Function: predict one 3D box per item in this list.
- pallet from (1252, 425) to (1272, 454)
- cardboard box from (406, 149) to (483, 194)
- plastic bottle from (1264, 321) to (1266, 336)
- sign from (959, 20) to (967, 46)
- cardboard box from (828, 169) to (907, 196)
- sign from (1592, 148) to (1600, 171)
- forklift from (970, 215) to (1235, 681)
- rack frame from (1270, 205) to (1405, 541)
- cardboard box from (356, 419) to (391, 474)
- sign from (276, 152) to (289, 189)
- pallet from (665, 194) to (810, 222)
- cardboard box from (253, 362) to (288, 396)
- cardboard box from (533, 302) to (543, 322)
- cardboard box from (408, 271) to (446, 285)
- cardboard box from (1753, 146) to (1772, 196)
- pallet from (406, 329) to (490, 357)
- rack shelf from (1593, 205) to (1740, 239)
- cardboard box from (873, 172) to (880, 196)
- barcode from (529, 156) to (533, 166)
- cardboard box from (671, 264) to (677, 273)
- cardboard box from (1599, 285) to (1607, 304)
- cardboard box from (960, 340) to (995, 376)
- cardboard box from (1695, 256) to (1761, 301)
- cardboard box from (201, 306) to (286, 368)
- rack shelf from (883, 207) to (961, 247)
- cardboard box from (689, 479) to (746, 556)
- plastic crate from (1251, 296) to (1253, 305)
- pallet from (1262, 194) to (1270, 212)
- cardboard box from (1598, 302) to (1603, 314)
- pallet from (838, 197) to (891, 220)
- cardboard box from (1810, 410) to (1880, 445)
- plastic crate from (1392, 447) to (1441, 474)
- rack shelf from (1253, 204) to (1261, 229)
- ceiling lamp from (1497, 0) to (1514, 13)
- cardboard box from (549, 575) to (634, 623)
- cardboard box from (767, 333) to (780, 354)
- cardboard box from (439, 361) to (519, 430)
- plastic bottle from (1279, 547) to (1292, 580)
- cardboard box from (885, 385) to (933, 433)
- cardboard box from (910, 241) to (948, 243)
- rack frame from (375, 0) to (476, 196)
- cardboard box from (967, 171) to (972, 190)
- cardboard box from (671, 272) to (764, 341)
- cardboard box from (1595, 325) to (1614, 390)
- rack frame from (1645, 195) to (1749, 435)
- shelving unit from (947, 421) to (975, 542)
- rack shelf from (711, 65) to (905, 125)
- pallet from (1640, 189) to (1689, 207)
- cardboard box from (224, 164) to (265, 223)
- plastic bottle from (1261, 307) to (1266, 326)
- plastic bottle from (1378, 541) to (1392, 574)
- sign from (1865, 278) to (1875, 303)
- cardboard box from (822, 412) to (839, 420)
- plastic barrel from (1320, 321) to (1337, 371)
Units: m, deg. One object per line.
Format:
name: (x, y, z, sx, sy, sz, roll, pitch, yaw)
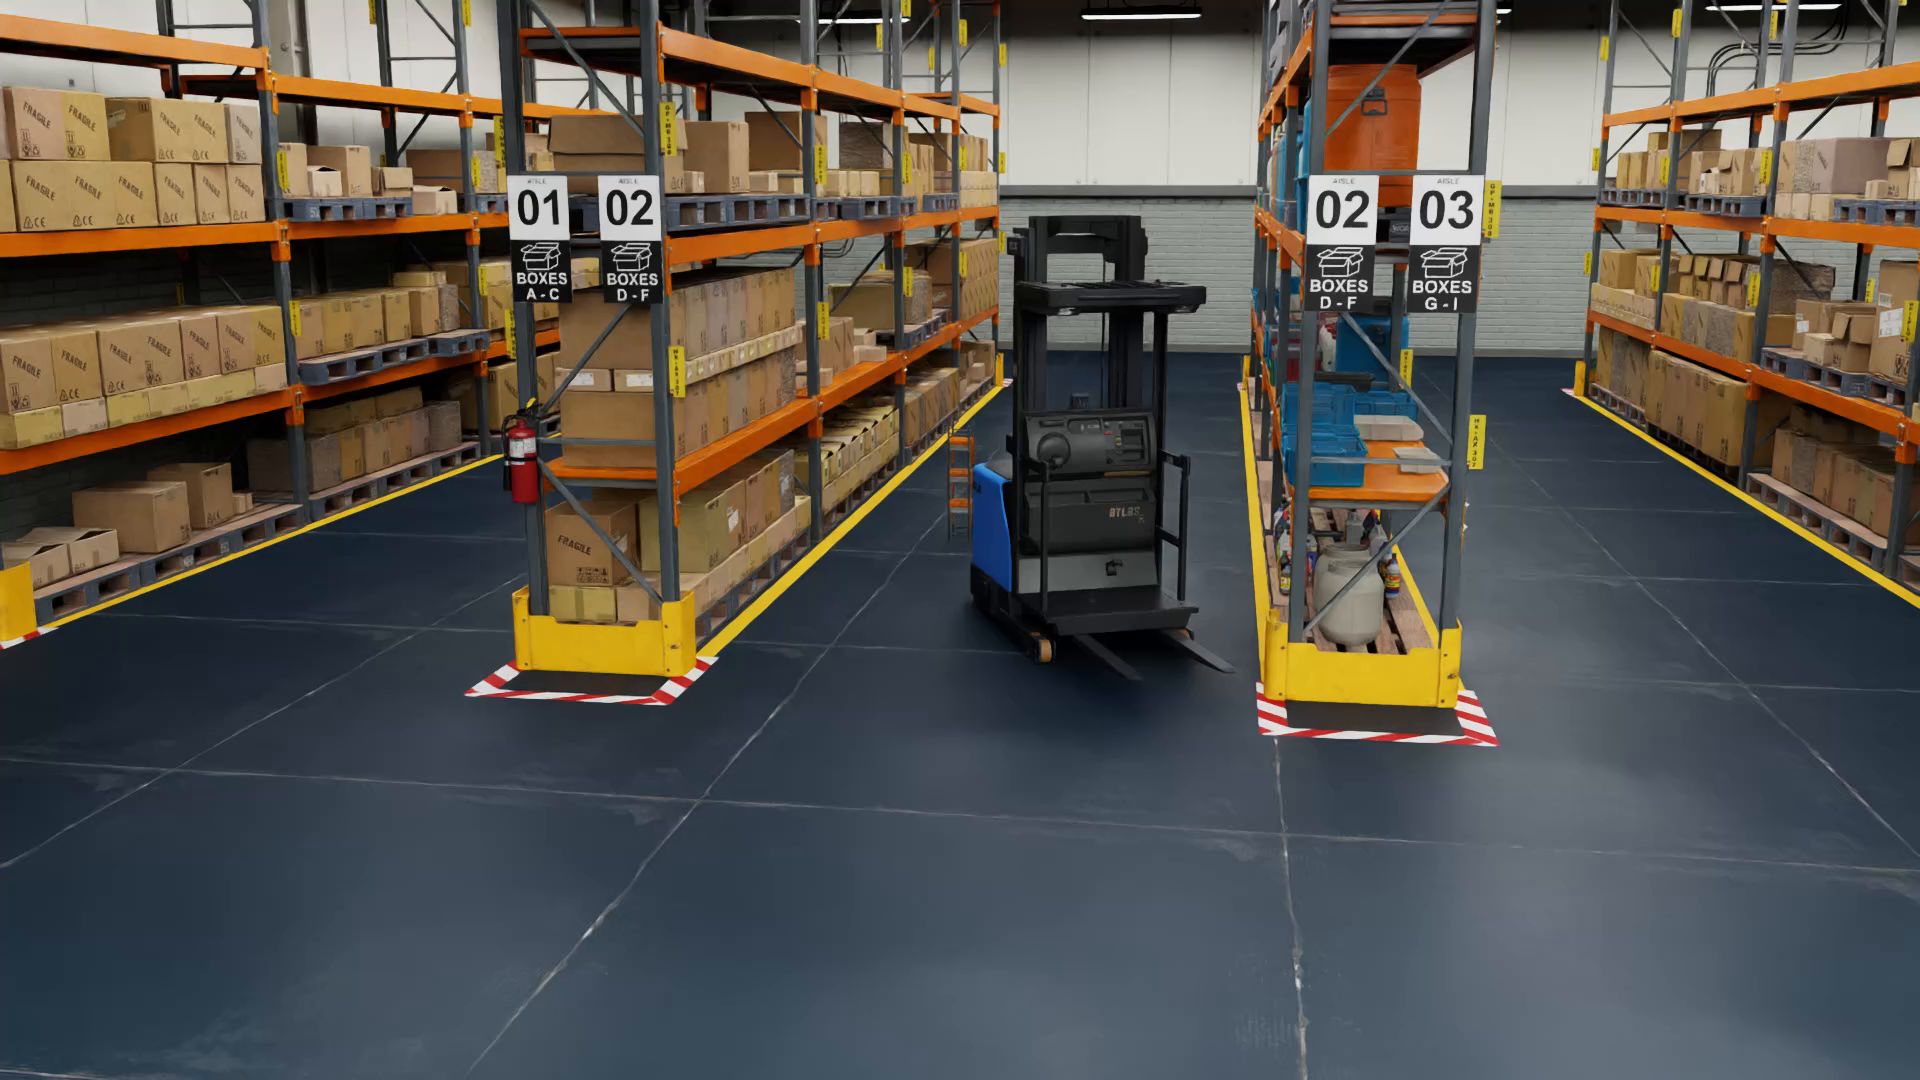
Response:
pallet: (4.040, -1.191, 20.019, 1.003, 0.211, 1.213, 2, 12, 9)
cardboard box: (-6.003, -4.288, 19.367, 0.700, 0.500, 0.500, 1, 12, 4)
plastic bottle: (3.701, -2.545, 19.802, 0.144, 0.351, 0.185, 2, 12, 9)
sign: (0.040, -6.579, 21.570, 0.100, 0.325, 0.005, 2, 12, 9)
cardboard box: (-1.090, -3.904, 18.631, 0.910, 0.500, 0.500, 2, 12, 9)
sign: (9.347, -5.592, 24.438, 0.100, 0.325, 0.005, 2, 12, 9)
forklift: (0.964, -0.695, 11.263, 1.130, 2.935, 3.031, -3, 13, -15)
rack frame: (3.155, -1.303, 13.919, 1.000, 3.000, 0.127, 2, 12, 9)
cardboard box: (-6.390, -0.985, 17.332, 0.700, 0.500, 0.500, 2, 12, 9)
sign: (-6.097, -3.327, 14.964, 0.100, 0.325, 0.005, 2, 12, 9)
pallet: (-1.845, -2.709, 13.533, 1.003, 0.211, 1.213, 2, 12, 9)
cardboard box: (-6.408, -1.452, 14.919, 0.500, 0.250, 0.500, 2, 12, 9)
cardboard box: (-5.525, -2.965, 20.642, 0.500, 0.500, 0.500, 2, 12, 8)
cardboard box: (-6.043, -2.965, 18.809, 0.380, 0.149, 0.250, 0, 12, 1)
cardboard box: (8.686, -3.826, 17.267, 0.797, 0.503, 0.637, 3, 12, 12)
pallet: (-6.024, -2.211, 18.588, 1.213, 0.211, 1.003, 2, 12, 9)
rack shelf: (9.587, -4.339, 22.593, 1.077, 0.370, 4.000, 2, 12, 9)
cardboard box: (-1.138, -3.799, 17.740, 0.500, 0.250, 0.500, 1, 12, 4)
barcode: (-2.785, -2.460, 10.790, 0.001, 0.075, 0.075, 2, 12, 9)
cardboard box: (-4.958, -4.010, 25.769, 0.980, 0.700, 0.700, 2, 12, 8)
cardboard box: (9.480, -3.513, 23.824, 0.500, 0.250, 0.500, 2, 12, 8)
cardboard box: (0.266, -2.834, 25.913, 0.500, 0.500, 0.500, 2, 12, 9)
cardboard box: (9.072, -3.071, 19.506, 0.797, 0.503, 0.637, 2, 12, 9)
cardboard box: (-6.402, -1.818, 14.840, 0.500, 0.500, 0.500, 2, 12, 9)
rack shelf: (-0.816, -3.828, 20.223, 1.077, 0.370, 4.000, 2, 12, 9)
cardboard box: (-1.913, -0.172, 12.423, 0.500, 0.500, 0.500, 2, 12, 9)
plastic crate: (4.506, -3.596, 25.045, 0.250, 0.136, 0.298, 2, 12, 9)
pallet: (4.361, -4.176, 20.578, 1.213, 0.211, 1.003, 2, 12, 9)
cardboard box: (9.436, -3.348, 24.003, 0.380, 0.149, 0.250, 2, 12, 7)
pallet: (-1.309, -3.294, 16.485, 1.003, 0.211, 1.213, 2, 12, 11)
cardboard box: (8.519, -1.084, 16.010, 0.500, 0.250, 0.500, 3, 13, 15)
plastic crate: (2.995, -0.517, 10.899, 0.298, 0.136, 0.250, 2, 12, 9)
rack shelf: (4.693, -4.499, 23.338, 1.077, 0.370, 4.000, 2, 12, 9)
ceiling lamp: (7.901, -10.064, 26.477, 2.000, 3.185, 0.800, 2, 12, 9)
cardboard box: (-2.564, 0.386, 11.611, 0.500, 0.250, 0.500, 2, 12, 9)
cardboard box: (-1.687, -1.606, 13.548, 0.380, 0.149, 0.250, 2, 12, 9)
cardboard box: (-5.777, -1.760, 20.145, 0.750, 0.750, 0.750, 2, 12, 8)
plastic bottle: (2.455, 0.198, 12.375, 0.152, 0.276, 0.135, 2, 12, 9)
cardboard box: (-0.615, -1.589, 20.135, 0.500, 0.500, 0.500, 2, 12, 8)
cardboard box: (-0.454, -4.097, 24.274, 0.500, 0.500, 0.500, 2, 12, 8)
rack frame: (-6.019, -5.389, 18.640, 1.000, 3.000, 0.127, 2, 12, 9)
cardboard box: (-0.114, -4.964, 22.957, 0.500, 0.250, 0.500, 2, 12, 9)
cardboard box: (-1.955, -1.845, 13.119, 0.700, 0.500, 0.500, 2, 12, 9)
cardboard box: (9.875, -2.671, 24.315, 0.875, 0.875, 0.875, 2, 12, 9)
rack frame: (9.279, -2.808, 20.902, 1.000, 3.000, 0.127, 2, 12, 9)
shelving unit: (0.008, -0.524, 14.934, 0.215, 1.050, 0.252, 2, 12, 9)
rack shelf: (-1.432, -4.266, 16.085, 1.077, 0.370, 4.000, 2, 12, 9)
pallet: (9.415, -4.401, 21.384, 1.003, 0.211, 1.213, 2, 12, 9)
cardboard box: (-6.468, -3.035, 14.552, 0.500, 0.500, 0.500, 2, 12, 10)
plastic bottle: (3.907, -2.849, 21.369, 0.061, 0.283, 0.133, 2, 12, 9)
plastic bottle: (3.225, 0.147, 12.624, 0.097, 0.271, 0.097, 0, 12, 0)
sign: (9.201, -2.487, 16.852, 0.100, 0.325, 0.005, 2, 12, 9)
cardboard box: (-1.567, -1.223, 17.747, 0.500, 0.311, 0.500, 2, 12, 7)
plastic barrel: (3.758, -1.881, 16.338, 0.421, 0.512, 0.421, 0, 12, 0)
